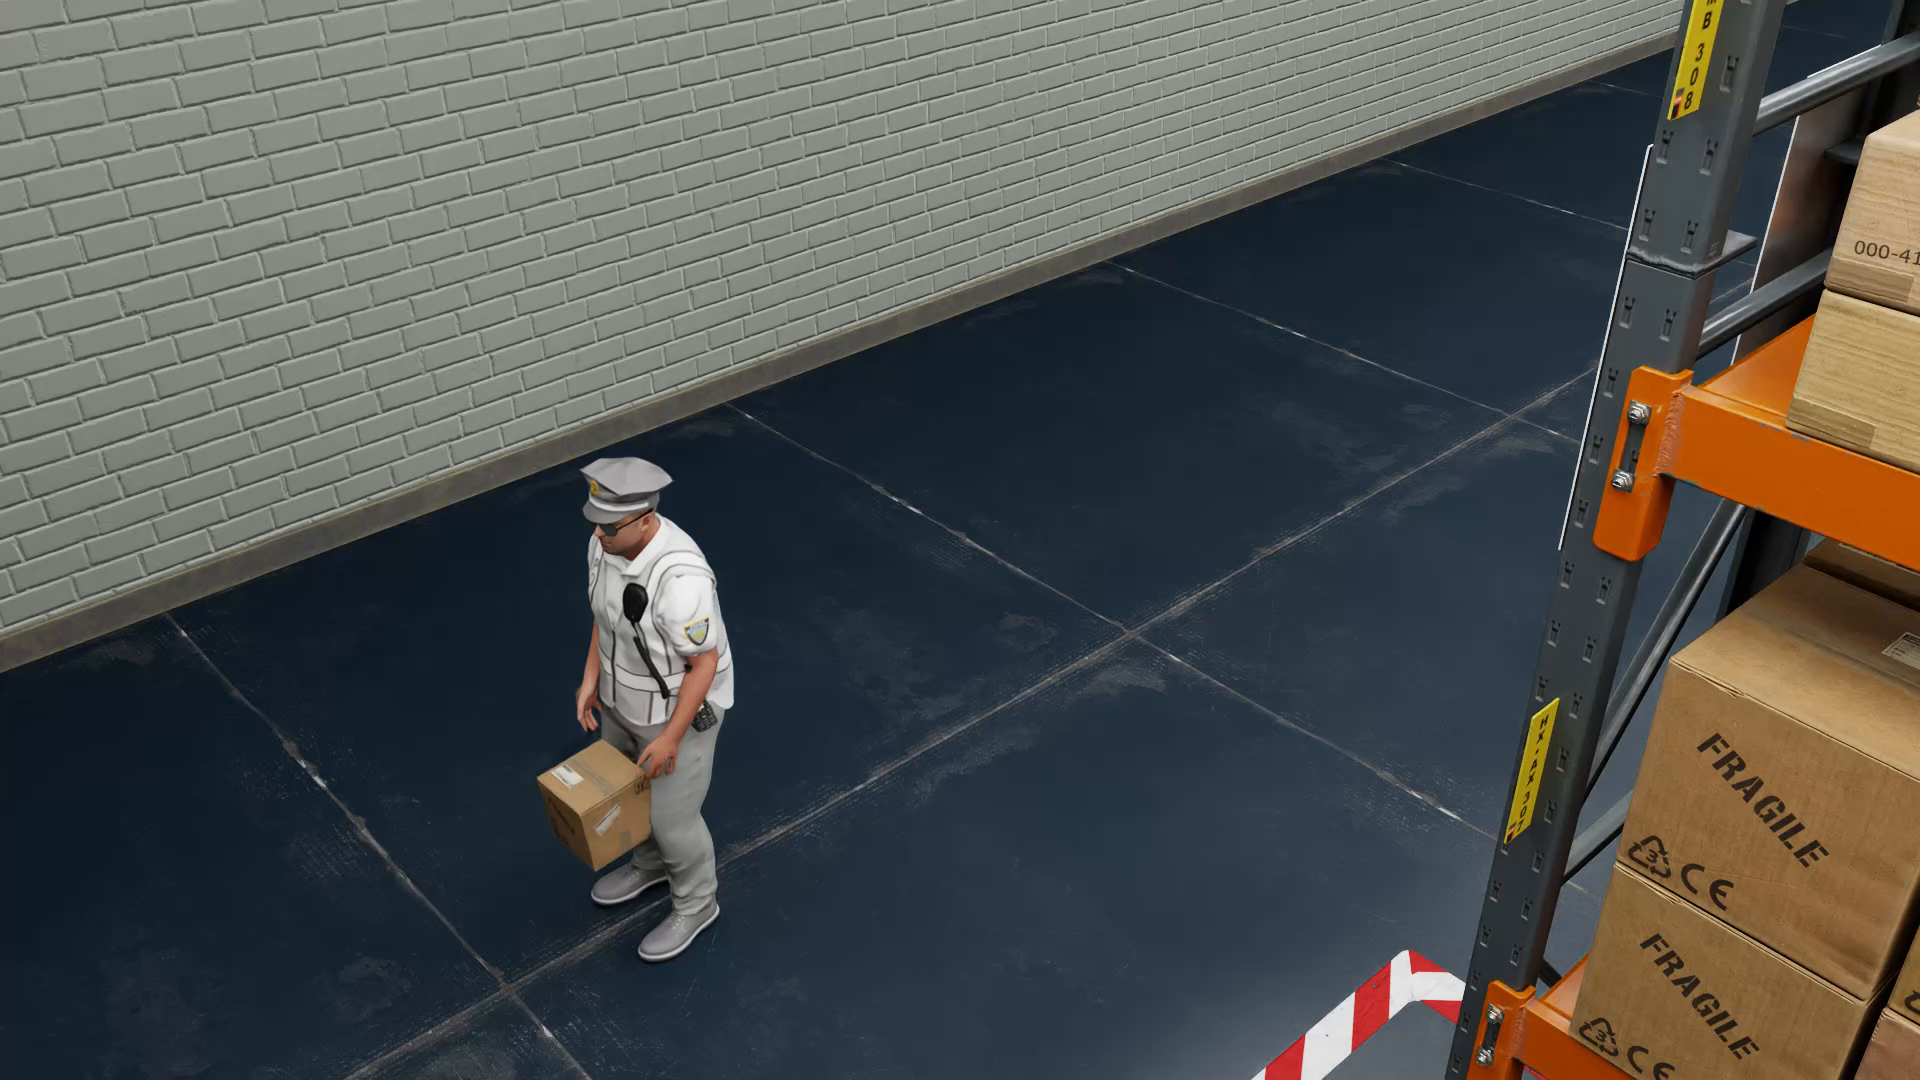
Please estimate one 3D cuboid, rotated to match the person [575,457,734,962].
[{"bbox_3d":[-0.972,0.520,5.271,0.472,1.759,0.554,-27,41,-36],"label":"person"}]
